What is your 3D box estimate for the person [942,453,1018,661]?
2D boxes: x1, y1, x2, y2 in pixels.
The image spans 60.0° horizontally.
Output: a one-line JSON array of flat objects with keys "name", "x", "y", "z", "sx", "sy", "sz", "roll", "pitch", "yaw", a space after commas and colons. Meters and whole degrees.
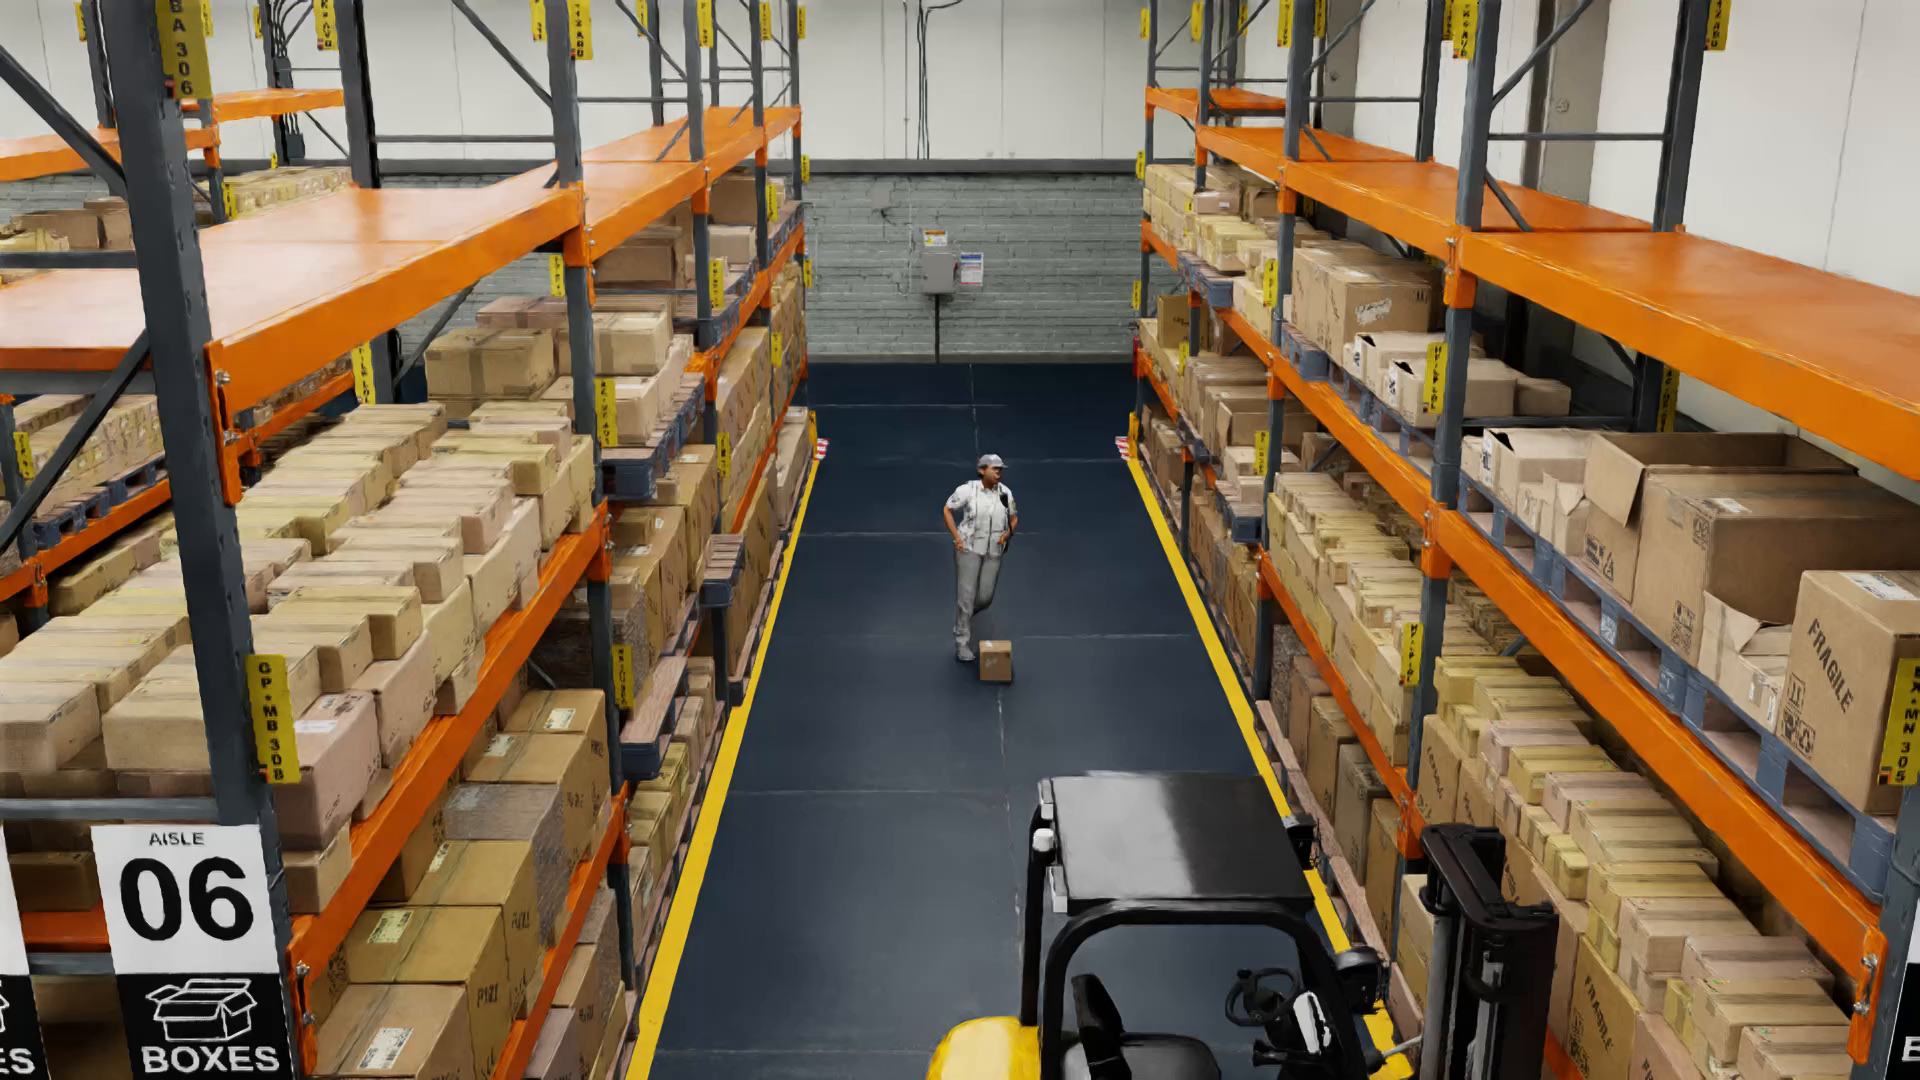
[{"name": "person", "x": 0.208, "y": 0.098, "z": 13.762, "sx": 0.633, "sy": 1.627, "sz": 0.709, "roll": -6, "pitch": 18, "yaw": -18}]
